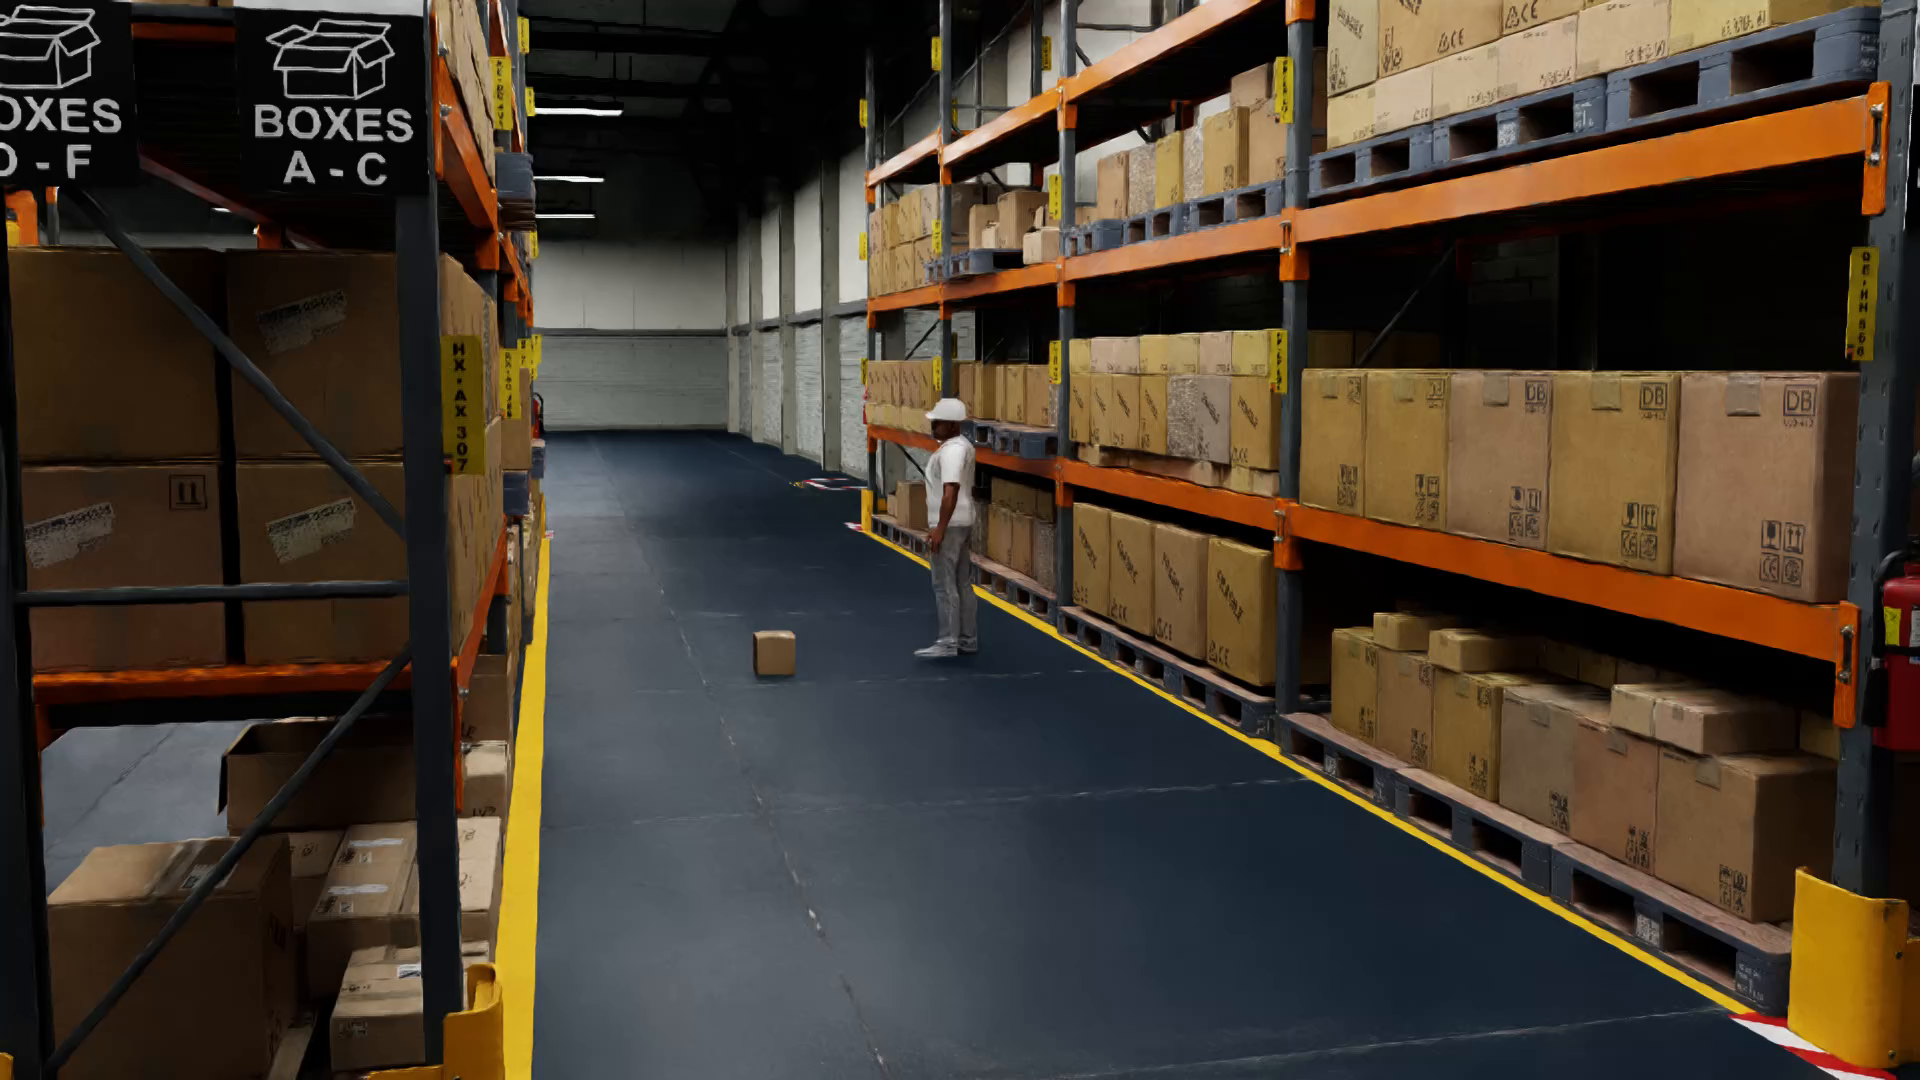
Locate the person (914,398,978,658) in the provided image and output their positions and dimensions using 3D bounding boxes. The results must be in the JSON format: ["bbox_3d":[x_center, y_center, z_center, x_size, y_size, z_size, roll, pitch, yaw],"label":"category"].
[{"bbox_3d":[-0.085,-0.090,11.425,0.381,1.768,0.664,1,6,12],"label":"person"}]
